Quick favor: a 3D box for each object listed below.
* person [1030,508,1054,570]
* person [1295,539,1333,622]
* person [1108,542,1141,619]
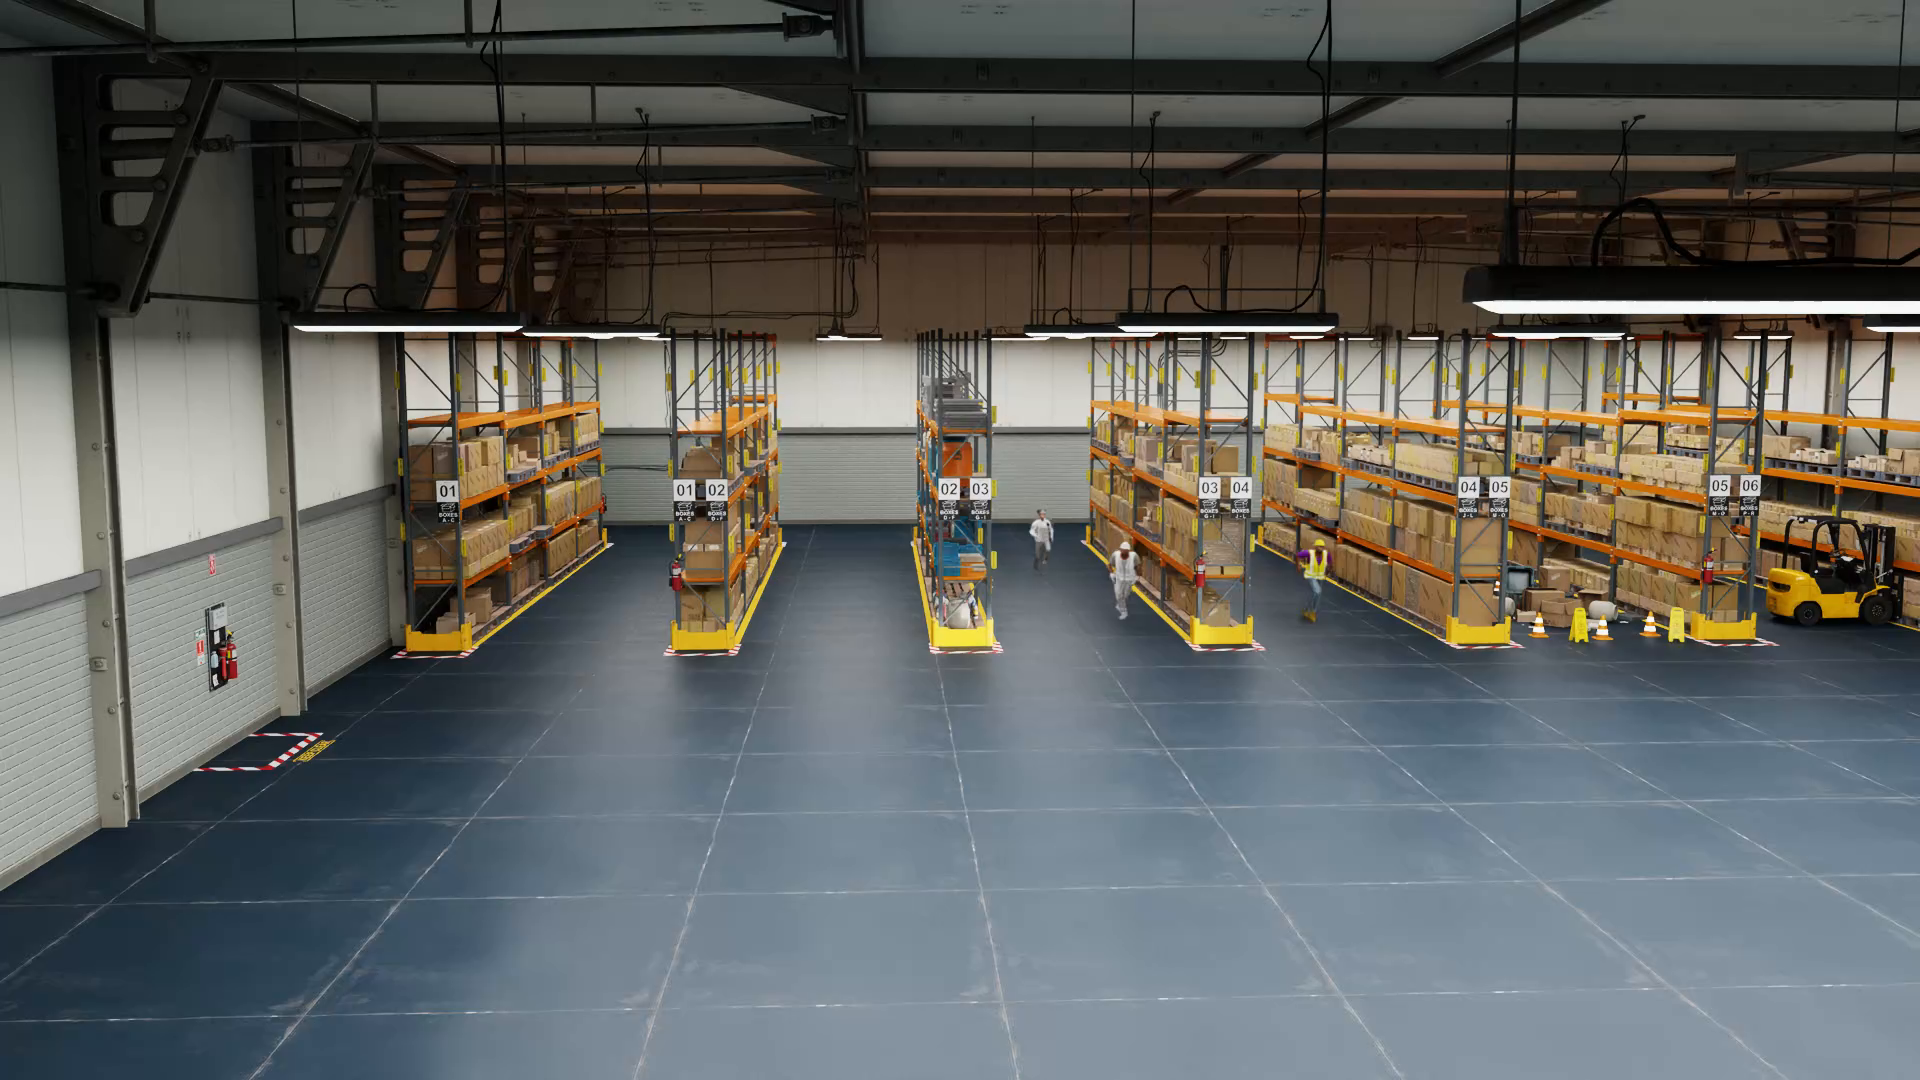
[{"bbox_3d":[2.054,-0.001,41.265,0.625,1.567,0.818,-1,7,-11],"label":"person"},{"bbox_3d":[7.319,0.820,34.371,0.684,1.721,0.920,-2,7,-20],"label":"person"},{"bbox_3d":[3.407,0.804,34.480,0.687,1.627,1.052,0,7,3],"label":"person"}]
